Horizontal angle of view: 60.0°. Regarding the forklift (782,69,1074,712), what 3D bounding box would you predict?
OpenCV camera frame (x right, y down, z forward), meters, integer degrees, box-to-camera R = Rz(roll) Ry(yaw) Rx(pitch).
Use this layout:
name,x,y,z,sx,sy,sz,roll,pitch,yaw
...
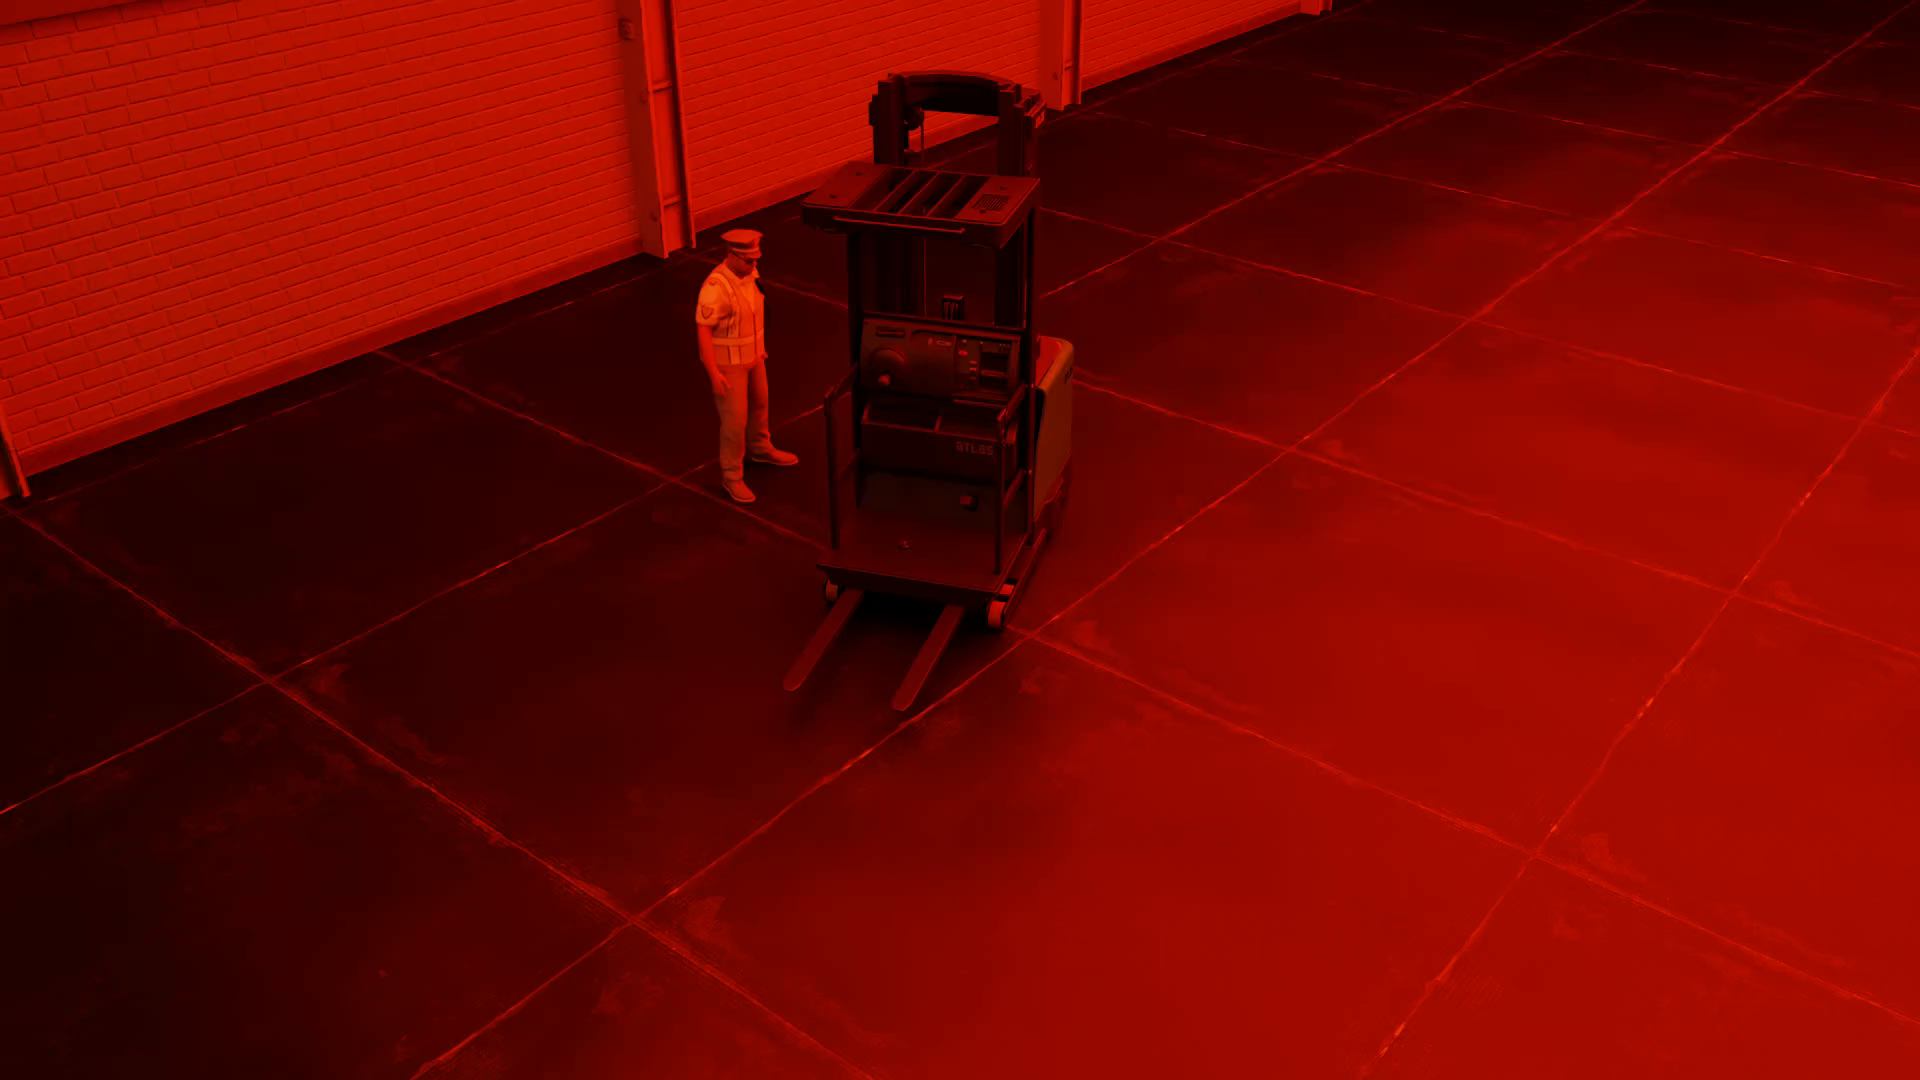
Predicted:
name,x,y,z,sx,sy,sz,roll,pitch,yaw
forklift,-0.176,-0.972,9.258,1.130,2.935,3.031,9,31,14

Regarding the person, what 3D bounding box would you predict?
name,x,y,z,sx,sy,sz,roll,pitch,yaw
person,-1.427,-1.178,10.790,0.456,1.754,0.717,15,33,23
